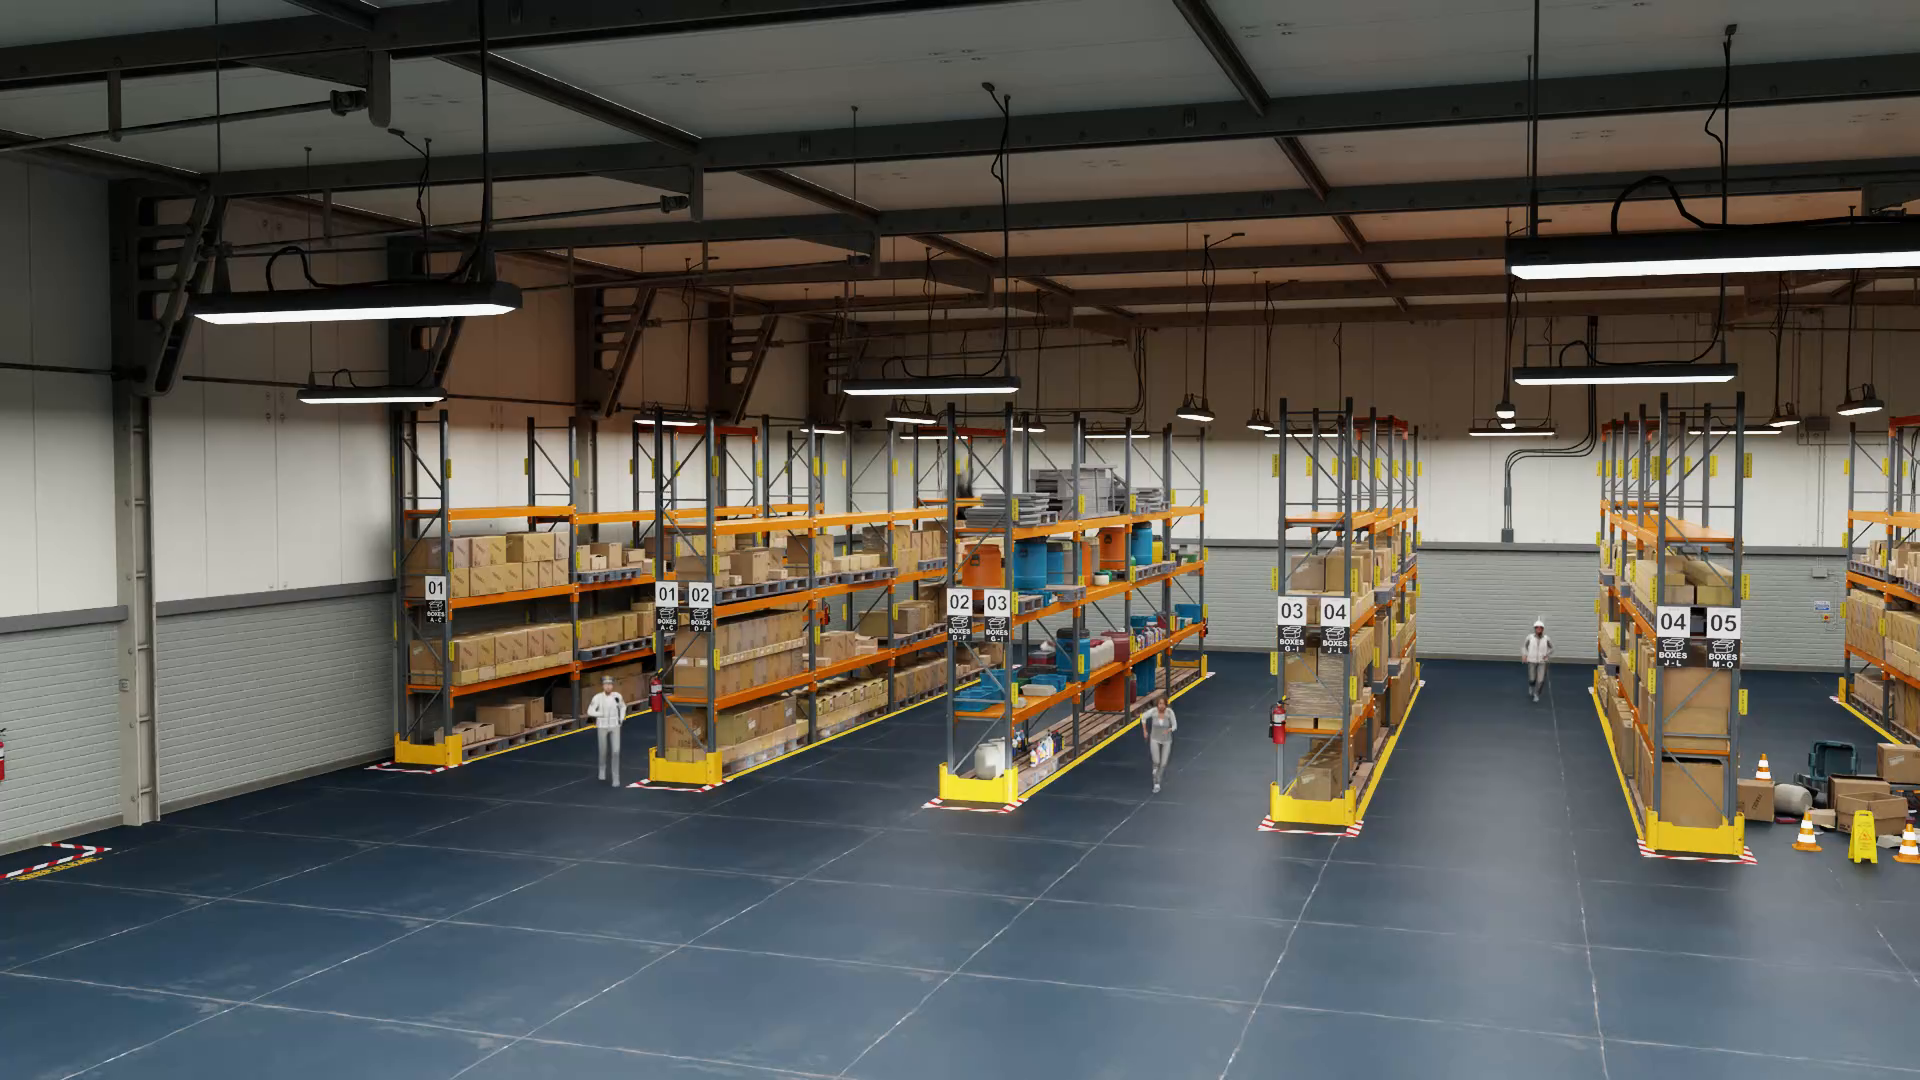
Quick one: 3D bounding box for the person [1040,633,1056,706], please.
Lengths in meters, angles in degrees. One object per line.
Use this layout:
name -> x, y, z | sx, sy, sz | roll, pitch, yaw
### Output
person -> 2.009, 2.740, 35.295 | 0.615, 1.599, 0.964 | 1, 3, 16

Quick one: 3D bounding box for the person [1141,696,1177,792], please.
person -> 3.081, 3.149, 25.663 | 0.525, 1.527, 0.649 | 0, 2, 0

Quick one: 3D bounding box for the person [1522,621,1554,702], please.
person -> 12.427, 2.616, 35.767 | 0.660, 1.733, 0.586 | 1, 3, 19

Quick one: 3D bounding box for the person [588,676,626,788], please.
person -> -5.595, 3.021, 26.395 | 0.613, 1.748, 0.777 | -1, 3, -15
